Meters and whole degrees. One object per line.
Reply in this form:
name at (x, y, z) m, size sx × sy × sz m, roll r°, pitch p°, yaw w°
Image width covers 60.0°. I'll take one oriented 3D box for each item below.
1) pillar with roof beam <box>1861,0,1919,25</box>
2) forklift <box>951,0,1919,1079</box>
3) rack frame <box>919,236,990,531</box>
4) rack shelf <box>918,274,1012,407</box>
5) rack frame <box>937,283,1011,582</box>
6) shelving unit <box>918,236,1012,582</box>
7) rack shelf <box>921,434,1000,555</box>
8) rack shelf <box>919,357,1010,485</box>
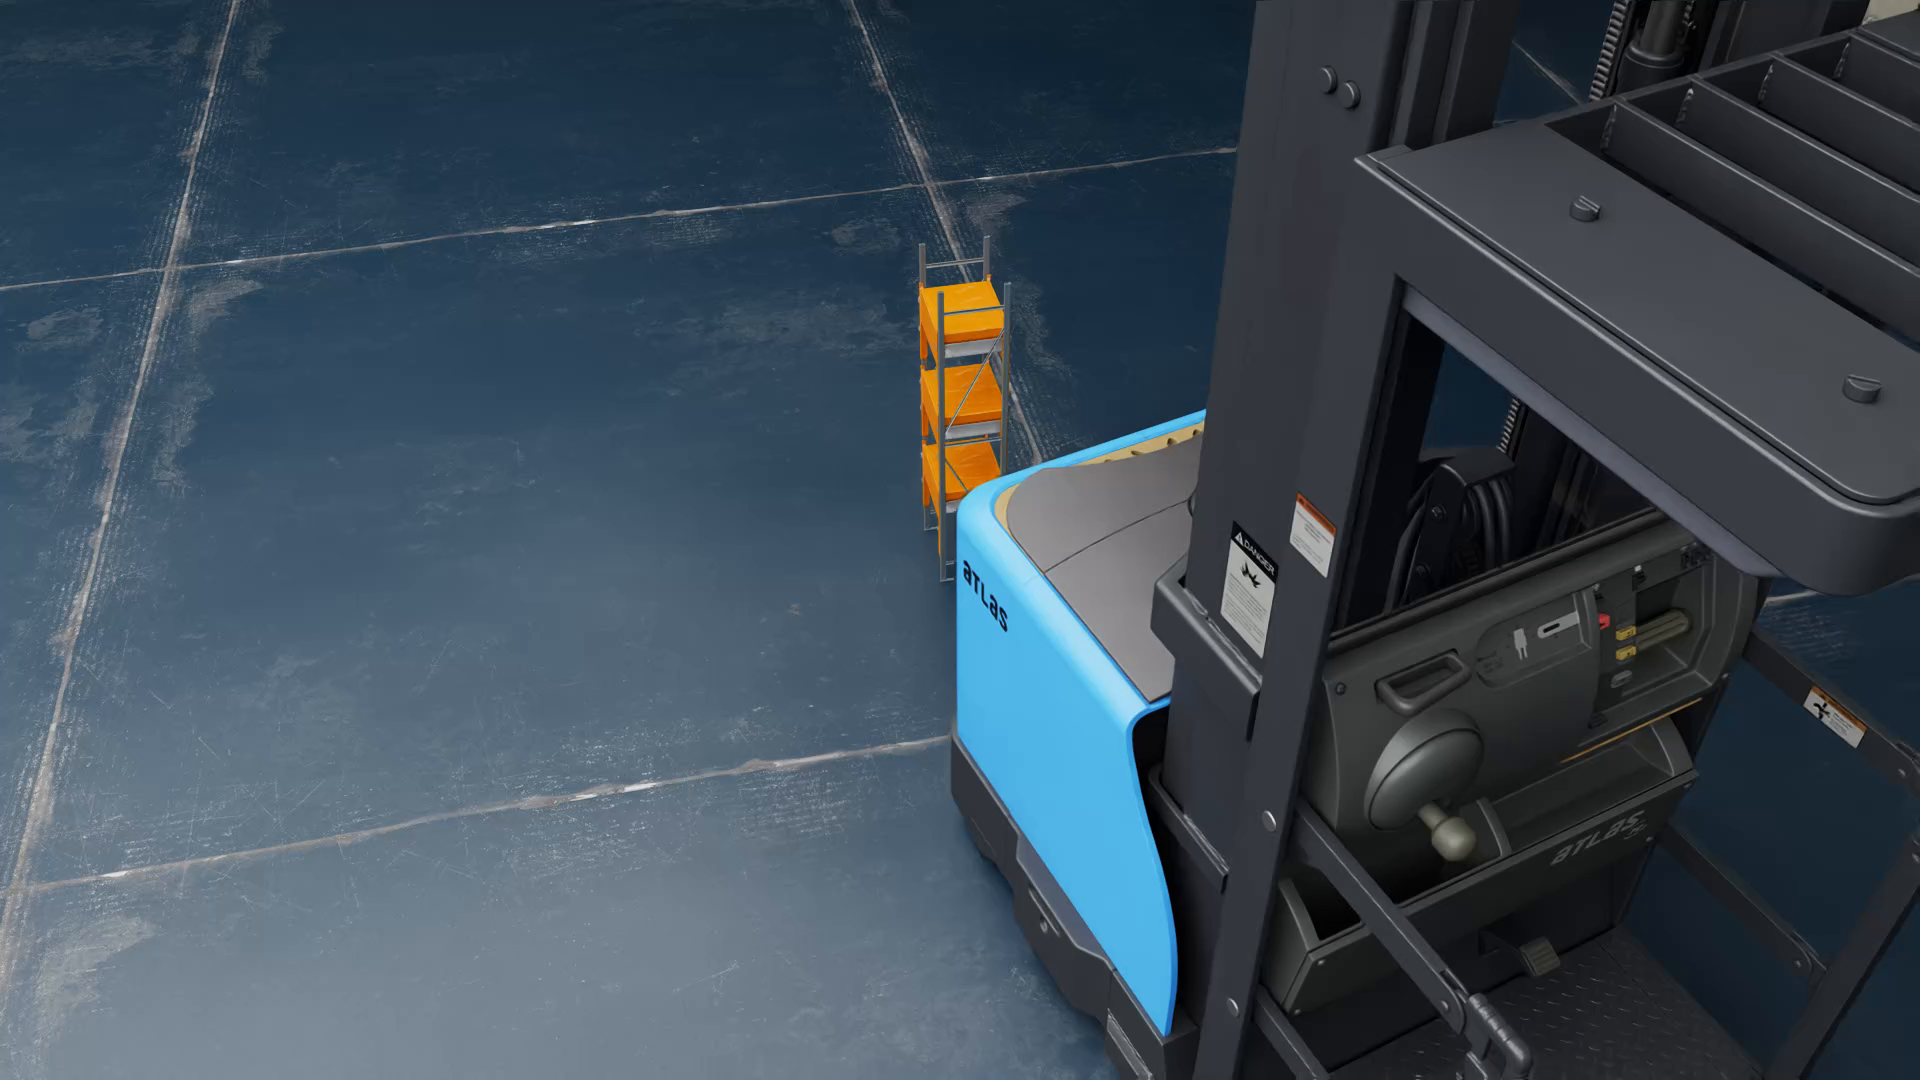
pillar with roof beam at (-0.254, -4.826, 3.908) m, size 9.100 × 9.000 × 0.400 m, roll -8°, pitch 42°, yaw -9°
forklift at (1.101, 0.318, 2.684) m, size 1.130 × 2.935 × 3.031 m, roll -19°, pitch 45°, yaw -20°
rack frame at (-0.015, -0.437, 4.951) m, size 0.200 × 1.050 × 0.008 m, roll -8°, pitch 42°, yaw -9°
rack shelf at (0.012, -0.562, 4.681) m, size 0.215 × 0.259 × 0.240 m, roll -8°, pitch 42°, yaw -9°
rack frame at (0.038, -0.279, 4.773) m, size 0.200 × 1.050 × 0.008 m, roll -8°, pitch 42°, yaw -9°
shelving unit at (0.012, -0.358, 4.862) m, size 0.215 × 1.050 × 0.252 m, roll -8°, pitch 42°, yaw -9°
rack shelf at (0.012, -0.142, 5.054) m, size 0.215 × 0.259 × 0.240 m, roll -8°, pitch 42°, yaw -9°
rack shelf at (0.012, -0.350, 4.869) m, size 0.215 × 0.259 × 0.240 m, roll -8°, pitch 42°, yaw -9°
